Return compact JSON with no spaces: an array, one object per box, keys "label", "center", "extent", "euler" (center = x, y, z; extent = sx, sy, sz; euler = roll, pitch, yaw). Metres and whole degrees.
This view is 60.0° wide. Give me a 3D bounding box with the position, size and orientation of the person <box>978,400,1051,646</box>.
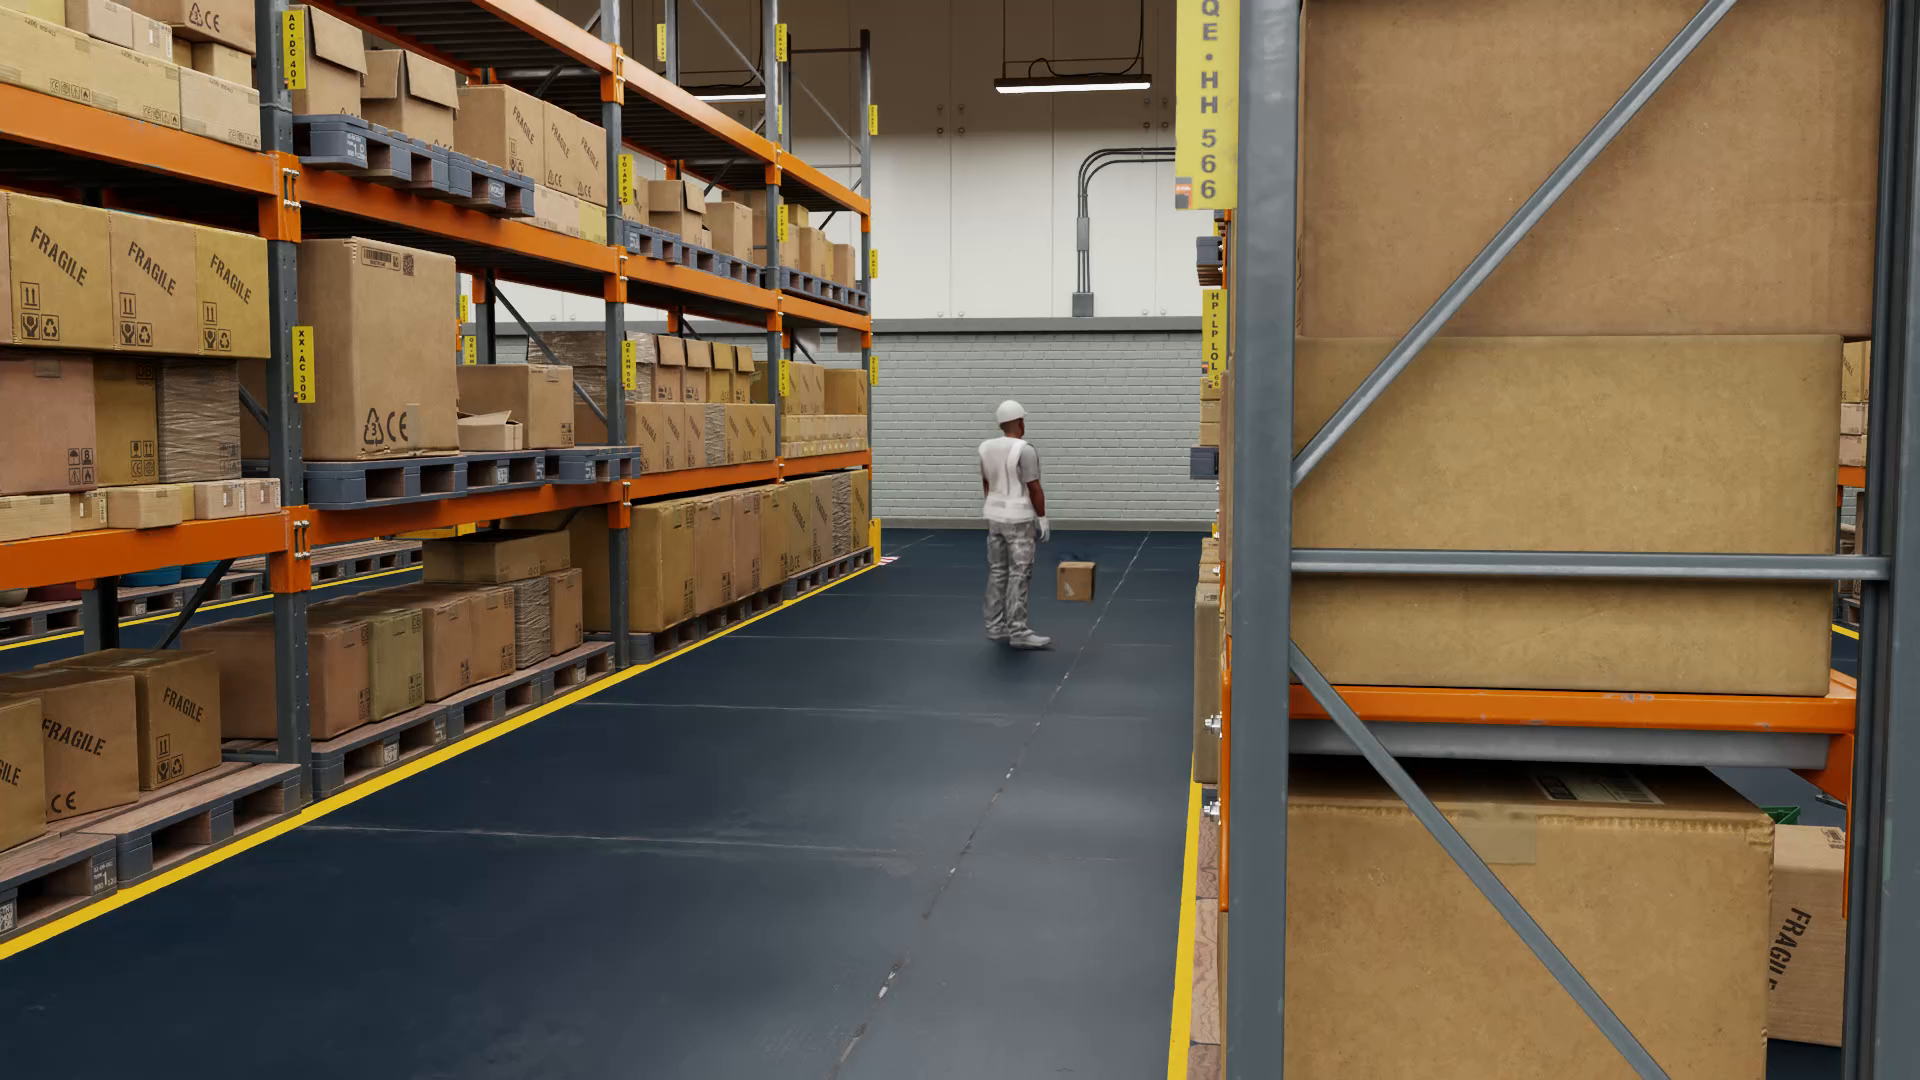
[{"label":"person","center":[0.391,-0.134,12.311],"extent":[0.396,1.794,0.637],"euler":[-4,6,-40]}]
